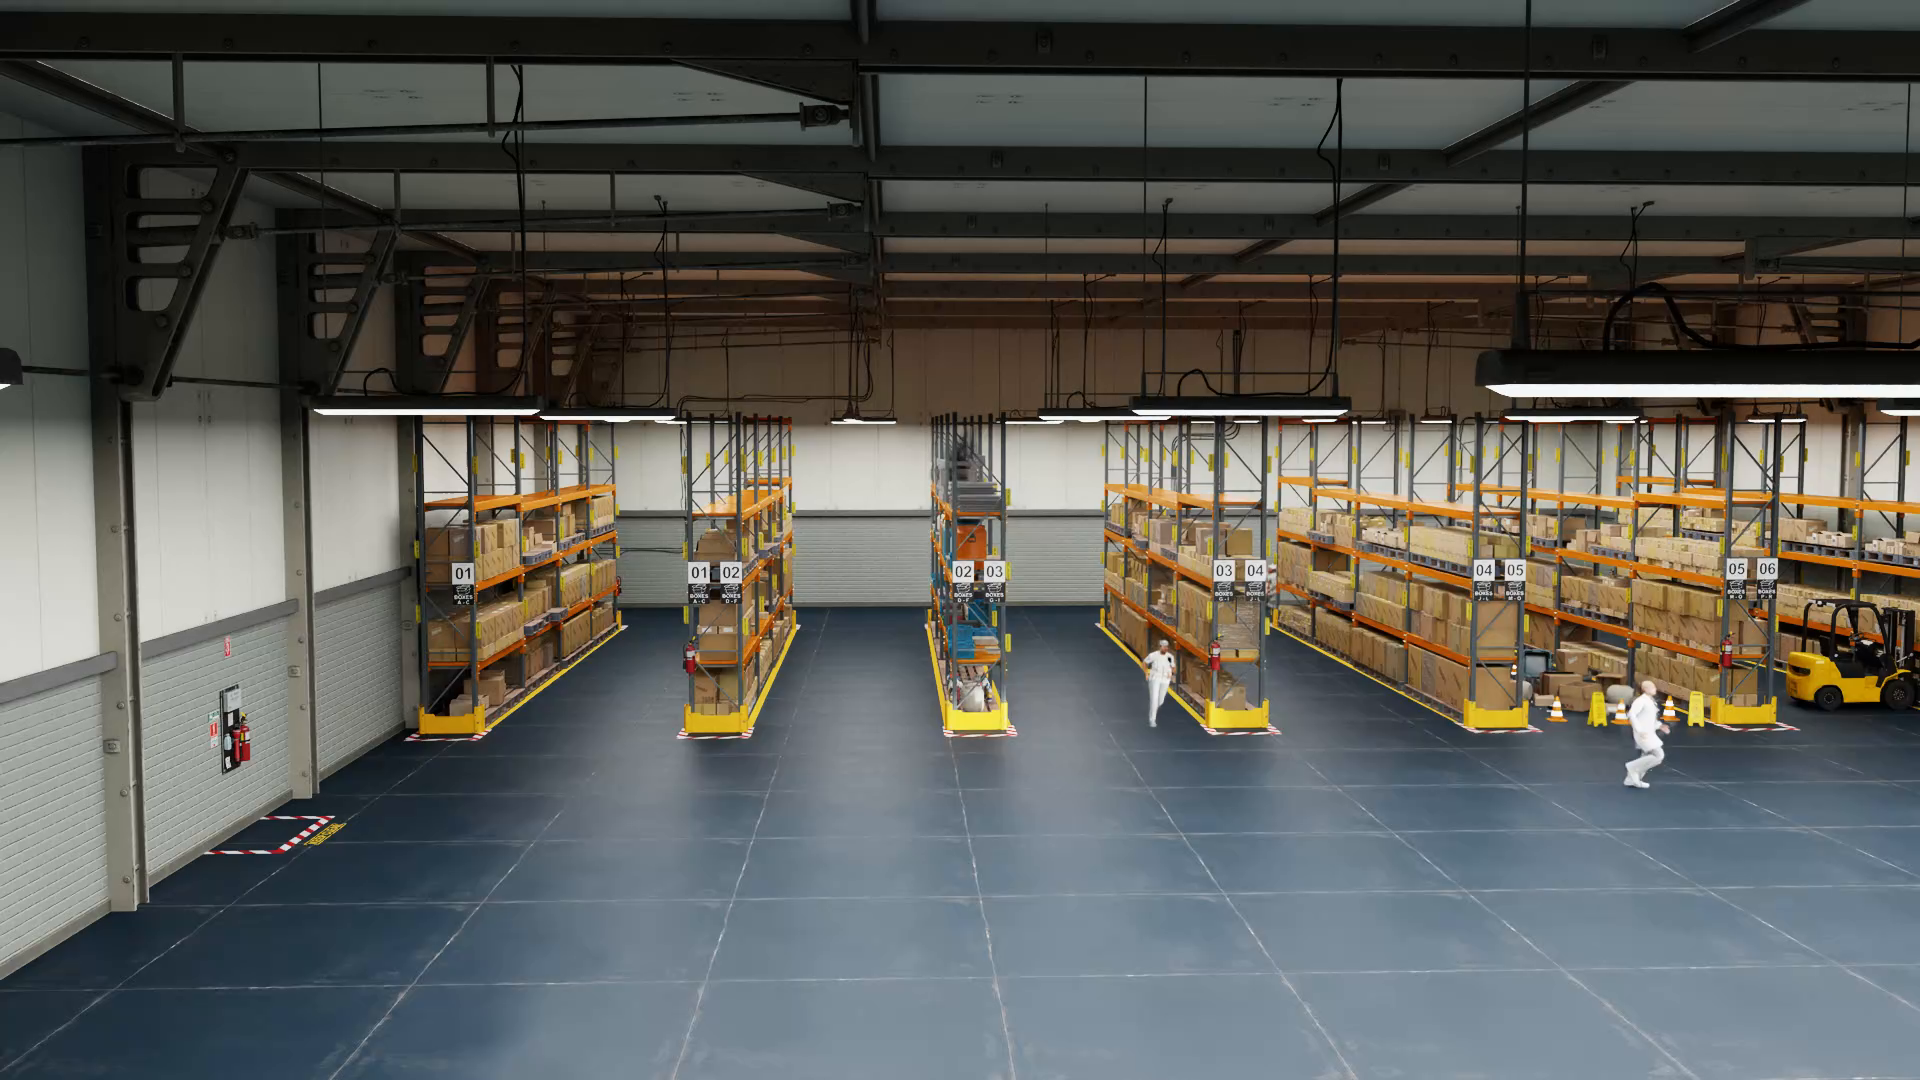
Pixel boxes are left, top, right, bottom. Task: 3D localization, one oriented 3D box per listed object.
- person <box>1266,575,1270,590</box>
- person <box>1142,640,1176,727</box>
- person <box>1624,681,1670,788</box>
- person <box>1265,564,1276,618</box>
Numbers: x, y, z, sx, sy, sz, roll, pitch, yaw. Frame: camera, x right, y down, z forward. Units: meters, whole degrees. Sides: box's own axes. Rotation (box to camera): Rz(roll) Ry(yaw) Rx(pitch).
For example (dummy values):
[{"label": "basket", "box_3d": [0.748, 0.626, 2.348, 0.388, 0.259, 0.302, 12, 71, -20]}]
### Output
[{"label": "person", "box_3d": [8.772, 1.540, 48.648, 0.777, 1.746, 0.725, -2, 5, -30]}, {"label": "person", "box_3d": [3.847, 2.745, 32.089, 0.644, 1.656, 0.805, -1, 4, -9]}, {"label": "person", "box_3d": [10.863, 3.077, 26.305, 0.653, 1.715, 0.660, 2, 5, 33]}, {"label": "person", "box_3d": [9.055, 1.537, 49.082, 0.735, 1.695, 0.720, 1, 4, 16]}]
